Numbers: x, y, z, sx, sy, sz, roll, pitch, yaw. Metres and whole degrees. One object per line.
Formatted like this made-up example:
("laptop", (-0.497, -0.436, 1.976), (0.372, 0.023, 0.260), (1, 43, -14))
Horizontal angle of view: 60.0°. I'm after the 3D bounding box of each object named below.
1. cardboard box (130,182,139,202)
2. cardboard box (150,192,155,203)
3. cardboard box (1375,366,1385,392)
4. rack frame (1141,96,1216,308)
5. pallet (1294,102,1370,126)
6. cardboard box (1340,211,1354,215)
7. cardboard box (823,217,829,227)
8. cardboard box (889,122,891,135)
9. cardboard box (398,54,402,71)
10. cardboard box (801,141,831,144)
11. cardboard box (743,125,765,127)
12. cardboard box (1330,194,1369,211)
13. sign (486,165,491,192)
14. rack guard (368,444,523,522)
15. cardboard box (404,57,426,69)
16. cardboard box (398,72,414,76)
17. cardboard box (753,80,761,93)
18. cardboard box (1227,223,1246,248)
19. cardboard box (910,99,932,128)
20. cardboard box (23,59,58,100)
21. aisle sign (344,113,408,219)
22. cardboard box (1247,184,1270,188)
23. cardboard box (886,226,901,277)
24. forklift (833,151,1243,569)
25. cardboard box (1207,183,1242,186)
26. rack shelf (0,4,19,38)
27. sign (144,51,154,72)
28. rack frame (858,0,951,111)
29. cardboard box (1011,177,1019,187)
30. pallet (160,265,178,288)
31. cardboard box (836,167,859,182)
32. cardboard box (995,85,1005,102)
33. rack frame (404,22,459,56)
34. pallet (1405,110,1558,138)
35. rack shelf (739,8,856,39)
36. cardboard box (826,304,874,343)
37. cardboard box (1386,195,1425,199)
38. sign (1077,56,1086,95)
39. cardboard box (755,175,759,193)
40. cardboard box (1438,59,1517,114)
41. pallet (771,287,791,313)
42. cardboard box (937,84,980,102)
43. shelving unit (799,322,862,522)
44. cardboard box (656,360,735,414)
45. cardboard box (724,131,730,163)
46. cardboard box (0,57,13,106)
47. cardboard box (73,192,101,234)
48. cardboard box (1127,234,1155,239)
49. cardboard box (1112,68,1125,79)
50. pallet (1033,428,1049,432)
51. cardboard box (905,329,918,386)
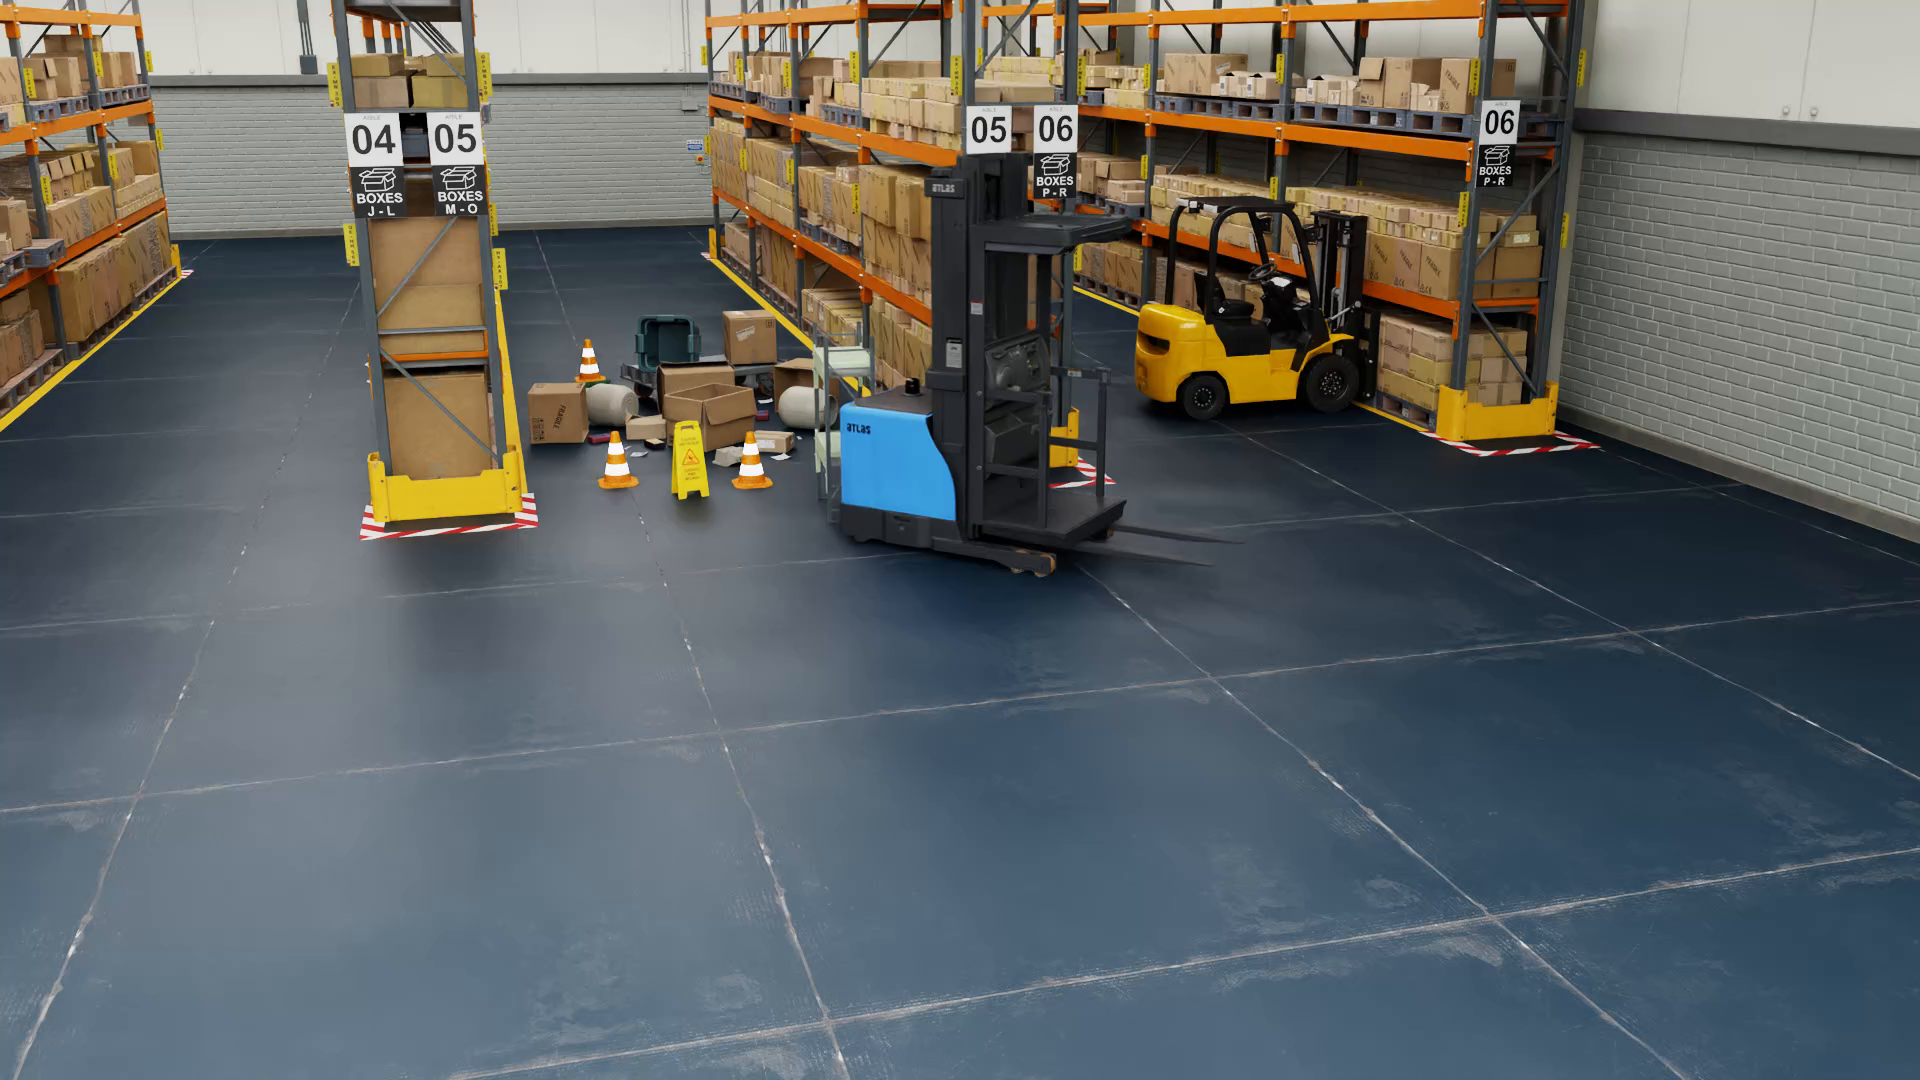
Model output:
("cardboard box", (-12.474, -5.134, 24.573), (0.500, 0.250, 0.500), (-4, 17, -14))
("cardboard box", (-12.793, -5.335, 25.934), (0.380, 0.149, 0.250), (-4, 17, -14))
("cardboard box", (4.591, -1.756, 17.634), (0.500, 0.250, 0.500), (-5, 17, -15))
("rack frame", (3.082, -4.702, 23.392), (1.000, 3.000, 0.127), (-5, 17, -15))
("pallet", (4.440, -4.756, 18.511), (1.003, 0.211, 1.213), (-5, 17, -15))
("cardboard box", (4.340, -3.489, 18.052), (0.380, 0.149, 0.250), (-5, 18, -17))
("cardboard box", (-1.506, -3.987, 20.716), (0.380, 0.149, 0.250), (-4, 17, -12))
("cardboard box", (-0.517, -4.204, 16.956), (0.380, 0.149, 0.250), (-4, 17, -14))
("cardboard box", (-5.267, -4.321, 15.055), (0.380, 0.149, 0.250), (-5, 17, -15))
("cardboard box", (-2.155, -5.554, 24.316), (0.500, 0.500, 0.500), (-4, 17, -14))
("cardboard box", (-3.207, -6.464, 26.218), (0.380, 0.149, 0.250), (-5, 17, -15))
("cardboard box", (4.290, -3.701, 18.241), (0.380, 0.149, 0.250), (-5, 17, -16))
("sign", (-5.889, -4.489, 20.669), (0.100, 0.325, 0.005), (-5, 17, -15))
("rack guard", (-4.216, -0.473, 13.657), (1.175, 0.500, 0.348), (-5, 17, -15))
("cardboard box", (-7.156, -6.186, 21.614), (0.396, 0.266, 0.258), (-5, 17, -15))
("cardboard box", (-5.038, -3.963, 14.557), (0.500, 0.250, 0.500), (-5, 17, -15))
("cardboard box", (-2.778, -6.563, 24.050), (0.380, 0.166, 0.250), (-6, 18, -19))
("cardboard box", (3.648, -3.781, 20.587), (0.500, 0.250, 0.500), (-5, 17, -16))
("cardboard box", (-0.175, -4.006, 15.603), (0.500, 0.250, 0.500), (-4, 17, -14))
("cardboard box", (-11.800, -5.776, 20.843), (0.797, 0.503, 0.637), (-5, 17, -16))
("aisle sign", (-4.492, -2.878, 12.801), (0.394, 0.787, 0.004), (-5, 17, -15))
("cardboard box", (3.917, -4.494, 21.397), (0.380, 0.149, 0.250), (-5, 17, -15))
("cardboard box", (-0.452, -2.972, 16.941), (0.500, 0.500, 0.500), (-5, 17, -16))
("forklift", (0.610, -1.358, 12.379), (3.031, 2.935, 1.130), (4, 17, 14))
("cardboard box", (3.415, -4.529, 21.514), (0.380, 0.149, 0.250), (-5, 17, -15))
("rack shelf", (-10.669, -5.309, 16.930), (1.077, 0.370, 4.000), (-5, 17, -15))
("sign", (-12.891, -7.600, 26.423), (0.100, 0.325, 0.005), (-5, 17, -15))
("rack frame", (-0.590, -6.076, 17.536), (1.000, 3.000, 0.127), (-5, 17, -15))
("cardboard box", (1.108, -6.251, 28.984), (0.380, 0.149, 0.250), (-4, 17, -14))
("pallet", (-13.122, -4.188, 26.526), (1.003, 0.211, 1.213), (-5, 17, -15))
("cardboard box", (-1.234, -4.278, 19.431), (0.380, 0.149, 0.250), (-5, 18, -18))
("cardboard box", (0.523, -3.977, 14.814), (0.380, 0.149, 0.250), (-5, 17, -15))
("rack frame", (-8.620, -8.976, 27.190), (1.000, 3.000, 0.127), (-5, 17, -15))
("pallet", (5.111, -4.081, 16.265), (1.003, 0.211, 1.213), (-5, 17, -15))
("rack shelf", (-2.239, -7.199, 23.222), (1.077, 0.370, 4.000), (-5, 17, -15))
("cardboard box", (-1.131, -2.681, 20.500), (0.950, 0.372, 0.625), (-4, 17, -13))
("cardboard box", (4.880, -3.676, 18.156), (0.380, 0.149, 0.250), (-5, 17, -16))
("sign", (1.030, -3.994, 14.301), (0.100, 0.325, 0.005), (-5, 17, -15))
("cardboard box", (-2.769, -5.297, 24.763), (0.500, 0.250, 0.500), (-4, 17, -14))
("cardboard box", (4.924, -4.326, 15.848), (0.500, 0.500, 0.500), (-4, 17, -13))
("pallet", (-2.166, -3.534, 24.351), (1.003, 0.211, 1.213), (-5, 17, -15))
("cardboard box", (0.010, -4.008, 14.917), (0.380, 0.149, 0.250), (-5, 17, -16))
("shelving unit", (-1.041, -0.970, 13.573), (0.431, 1.500, 0.755), (1, 17, 2))
("cardboard box", (-2.673, -1.509, 16.865), (0.797, 0.637, 0.503), (-5, 17, -15))
("cardboard box", (-3.595, -6.471, 27.369), (0.500, 0.500, 0.500), (-5, 17, -15))
("cardboard box", (-10.695, -4.996, 18.113), (0.500, 0.500, 0.500), (-5, 17, -15))
("cardboard box", (-11.647, -4.290, 21.848), (0.500, 0.500, 0.500), (-5, 17, -16))
("cardboard box", (2.798, -4.617, 25.597), (0.380, 0.149, 0.250), (-5, 18, -17))
("cardboard box", (2.418, -6.761, 24.084), (0.380, 0.149, 0.250), (-5, 17, -16))
("pallet", (0.299, -1.009, 15.944), (1.003, 0.211, 1.213), (-5, 17, -15))
("cardboard box", (-0.241, -1.825, 16.558), (0.500, 0.500, 0.500), (-5, 17, -17))
